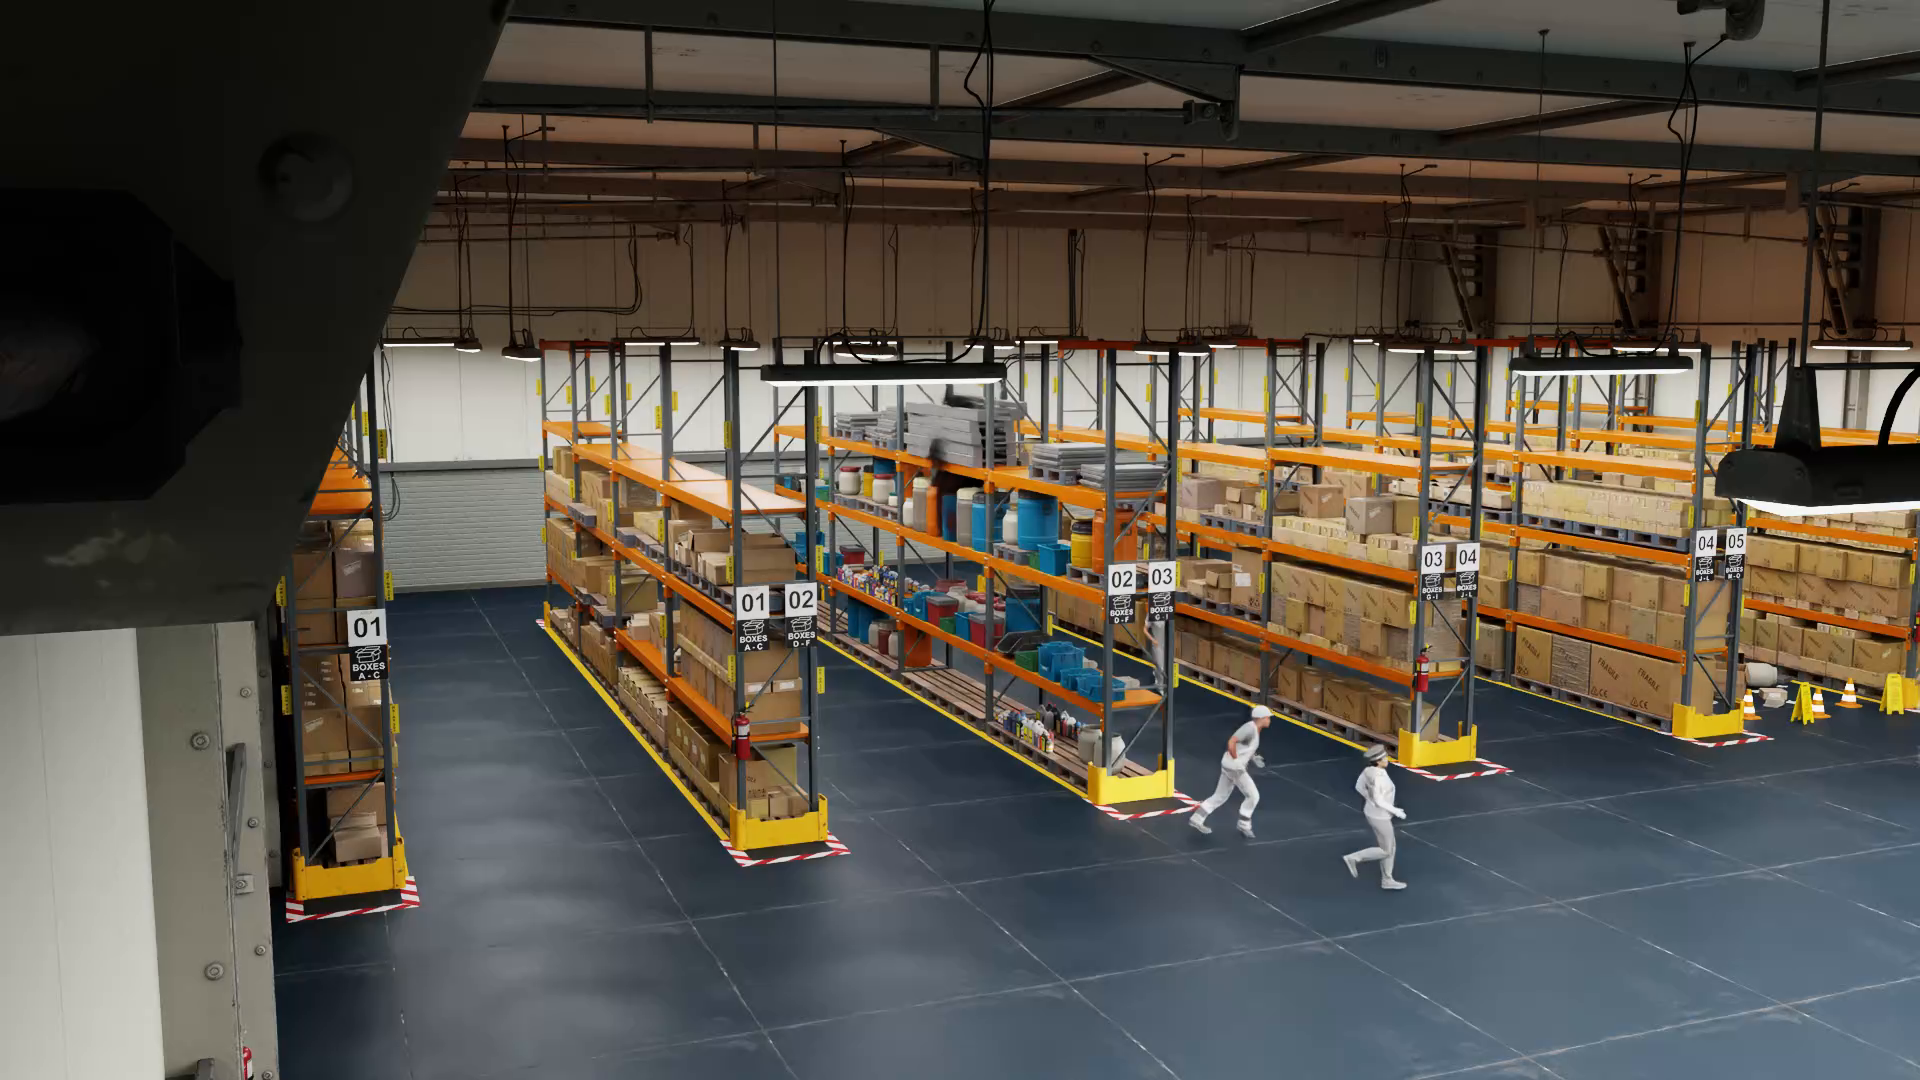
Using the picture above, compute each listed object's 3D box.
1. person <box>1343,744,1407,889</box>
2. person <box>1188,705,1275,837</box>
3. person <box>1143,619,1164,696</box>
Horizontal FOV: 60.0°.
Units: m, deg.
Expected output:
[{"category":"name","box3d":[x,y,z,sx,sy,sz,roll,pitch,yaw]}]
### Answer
[{"category":"person","box3d":[4.651,3.096,18.628,0.742,1.661,0.617,0,7,-2]},{"category":"person","box3d":[3.374,2.878,20.669,1.023,1.698,0.670,2,8,12]},{"category":"person","box3d":[3.412,1.822,28.520,0.578,1.642,0.625,-3,8,-19]}]
